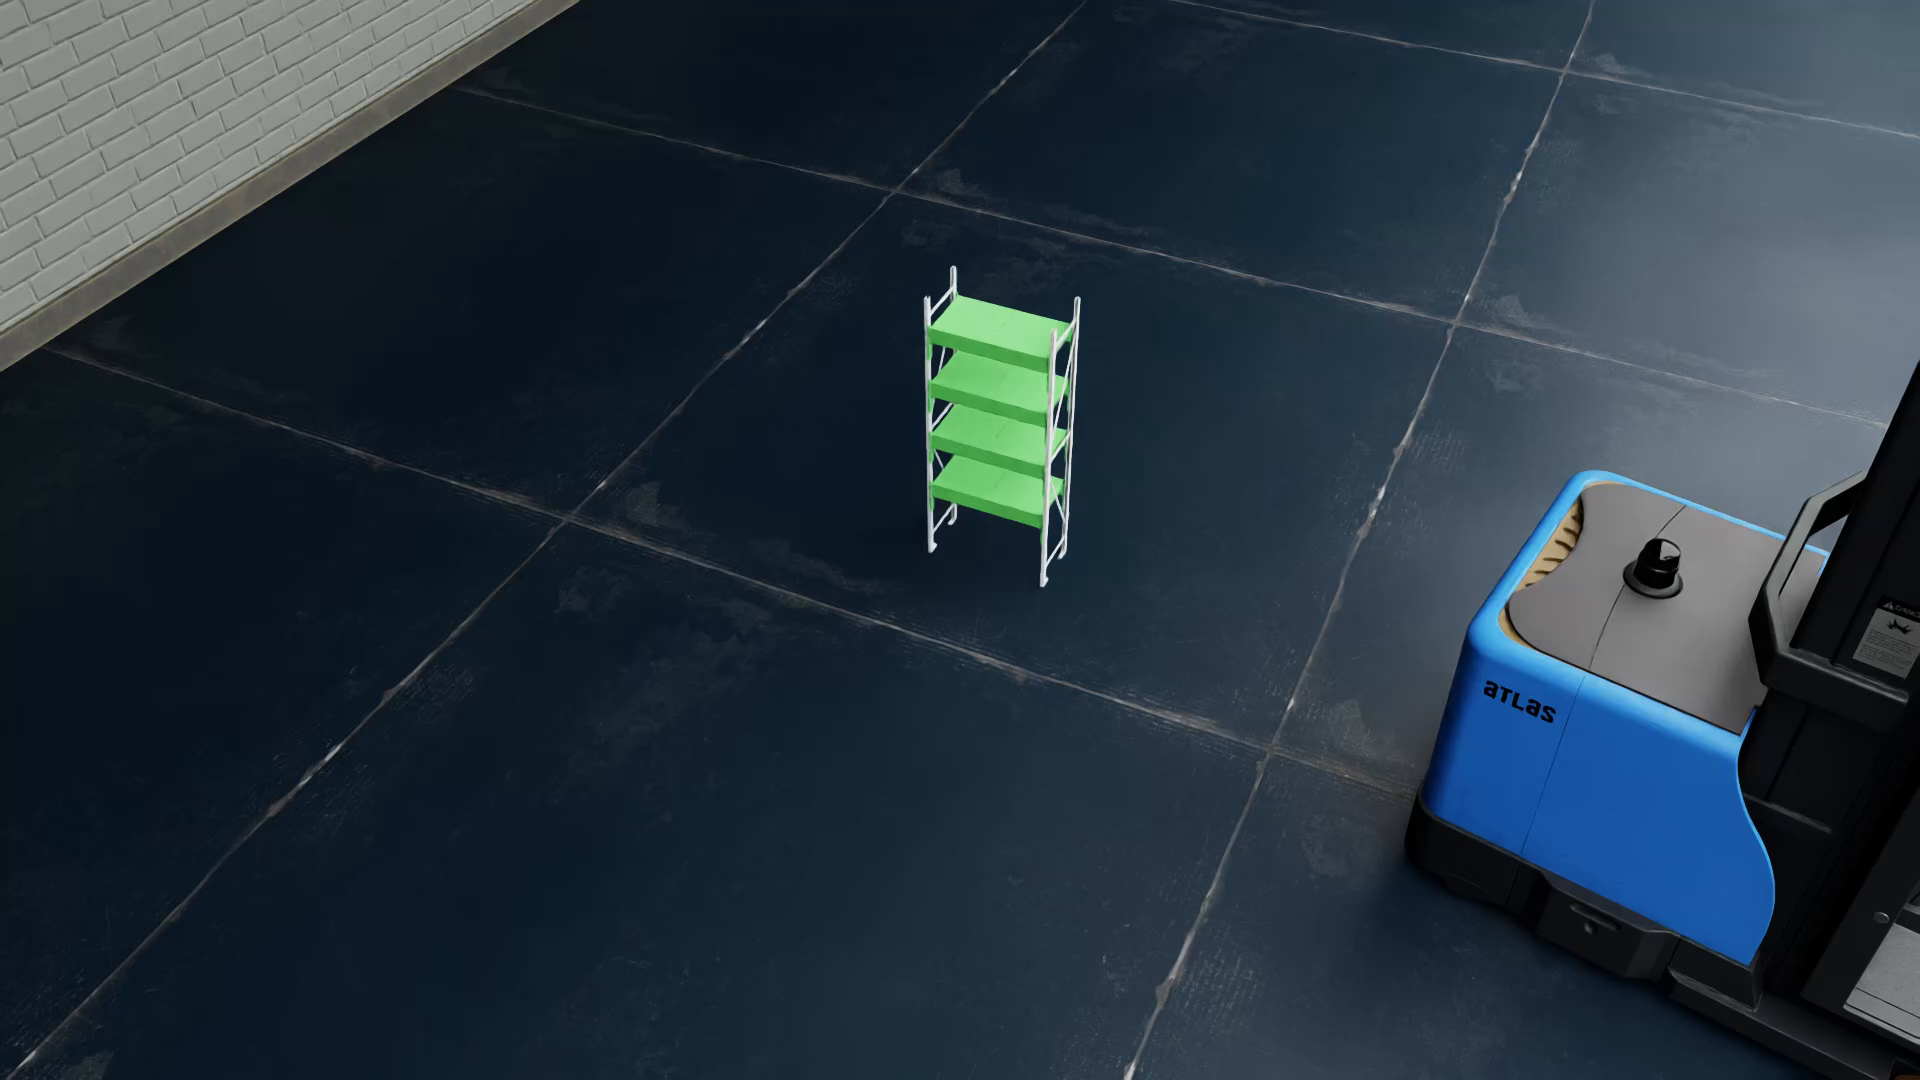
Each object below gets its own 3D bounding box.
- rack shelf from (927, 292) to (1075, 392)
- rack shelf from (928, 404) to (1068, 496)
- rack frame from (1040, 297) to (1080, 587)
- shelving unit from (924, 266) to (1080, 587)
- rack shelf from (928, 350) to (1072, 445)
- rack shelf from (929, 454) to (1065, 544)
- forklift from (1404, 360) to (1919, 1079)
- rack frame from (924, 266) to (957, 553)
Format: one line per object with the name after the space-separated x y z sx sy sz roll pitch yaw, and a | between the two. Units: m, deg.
0.150 -0.722 6.032 0.480 0.148 0.258 17 44 19 | rack shelf
0.150 -0.359 6.346 0.480 0.148 0.258 17 44 19 | rack shelf
0.371 -0.340 6.226 0.015 1.200 0.240 17 44 19 | rack frame
0.150 -0.408 6.304 0.503 1.200 0.258 17 44 19 | shelving unit
0.150 -0.541 6.189 0.480 0.148 0.258 17 44 19 | rack shelf
0.150 -0.178 6.503 0.480 0.148 0.258 17 44 19 | rack shelf
2.961 0.268 4.203 3.031 2.935 1.130 25 47 26 | forklift
-0.071 -0.475 6.382 0.015 1.200 0.240 17 44 19 | rack frame
